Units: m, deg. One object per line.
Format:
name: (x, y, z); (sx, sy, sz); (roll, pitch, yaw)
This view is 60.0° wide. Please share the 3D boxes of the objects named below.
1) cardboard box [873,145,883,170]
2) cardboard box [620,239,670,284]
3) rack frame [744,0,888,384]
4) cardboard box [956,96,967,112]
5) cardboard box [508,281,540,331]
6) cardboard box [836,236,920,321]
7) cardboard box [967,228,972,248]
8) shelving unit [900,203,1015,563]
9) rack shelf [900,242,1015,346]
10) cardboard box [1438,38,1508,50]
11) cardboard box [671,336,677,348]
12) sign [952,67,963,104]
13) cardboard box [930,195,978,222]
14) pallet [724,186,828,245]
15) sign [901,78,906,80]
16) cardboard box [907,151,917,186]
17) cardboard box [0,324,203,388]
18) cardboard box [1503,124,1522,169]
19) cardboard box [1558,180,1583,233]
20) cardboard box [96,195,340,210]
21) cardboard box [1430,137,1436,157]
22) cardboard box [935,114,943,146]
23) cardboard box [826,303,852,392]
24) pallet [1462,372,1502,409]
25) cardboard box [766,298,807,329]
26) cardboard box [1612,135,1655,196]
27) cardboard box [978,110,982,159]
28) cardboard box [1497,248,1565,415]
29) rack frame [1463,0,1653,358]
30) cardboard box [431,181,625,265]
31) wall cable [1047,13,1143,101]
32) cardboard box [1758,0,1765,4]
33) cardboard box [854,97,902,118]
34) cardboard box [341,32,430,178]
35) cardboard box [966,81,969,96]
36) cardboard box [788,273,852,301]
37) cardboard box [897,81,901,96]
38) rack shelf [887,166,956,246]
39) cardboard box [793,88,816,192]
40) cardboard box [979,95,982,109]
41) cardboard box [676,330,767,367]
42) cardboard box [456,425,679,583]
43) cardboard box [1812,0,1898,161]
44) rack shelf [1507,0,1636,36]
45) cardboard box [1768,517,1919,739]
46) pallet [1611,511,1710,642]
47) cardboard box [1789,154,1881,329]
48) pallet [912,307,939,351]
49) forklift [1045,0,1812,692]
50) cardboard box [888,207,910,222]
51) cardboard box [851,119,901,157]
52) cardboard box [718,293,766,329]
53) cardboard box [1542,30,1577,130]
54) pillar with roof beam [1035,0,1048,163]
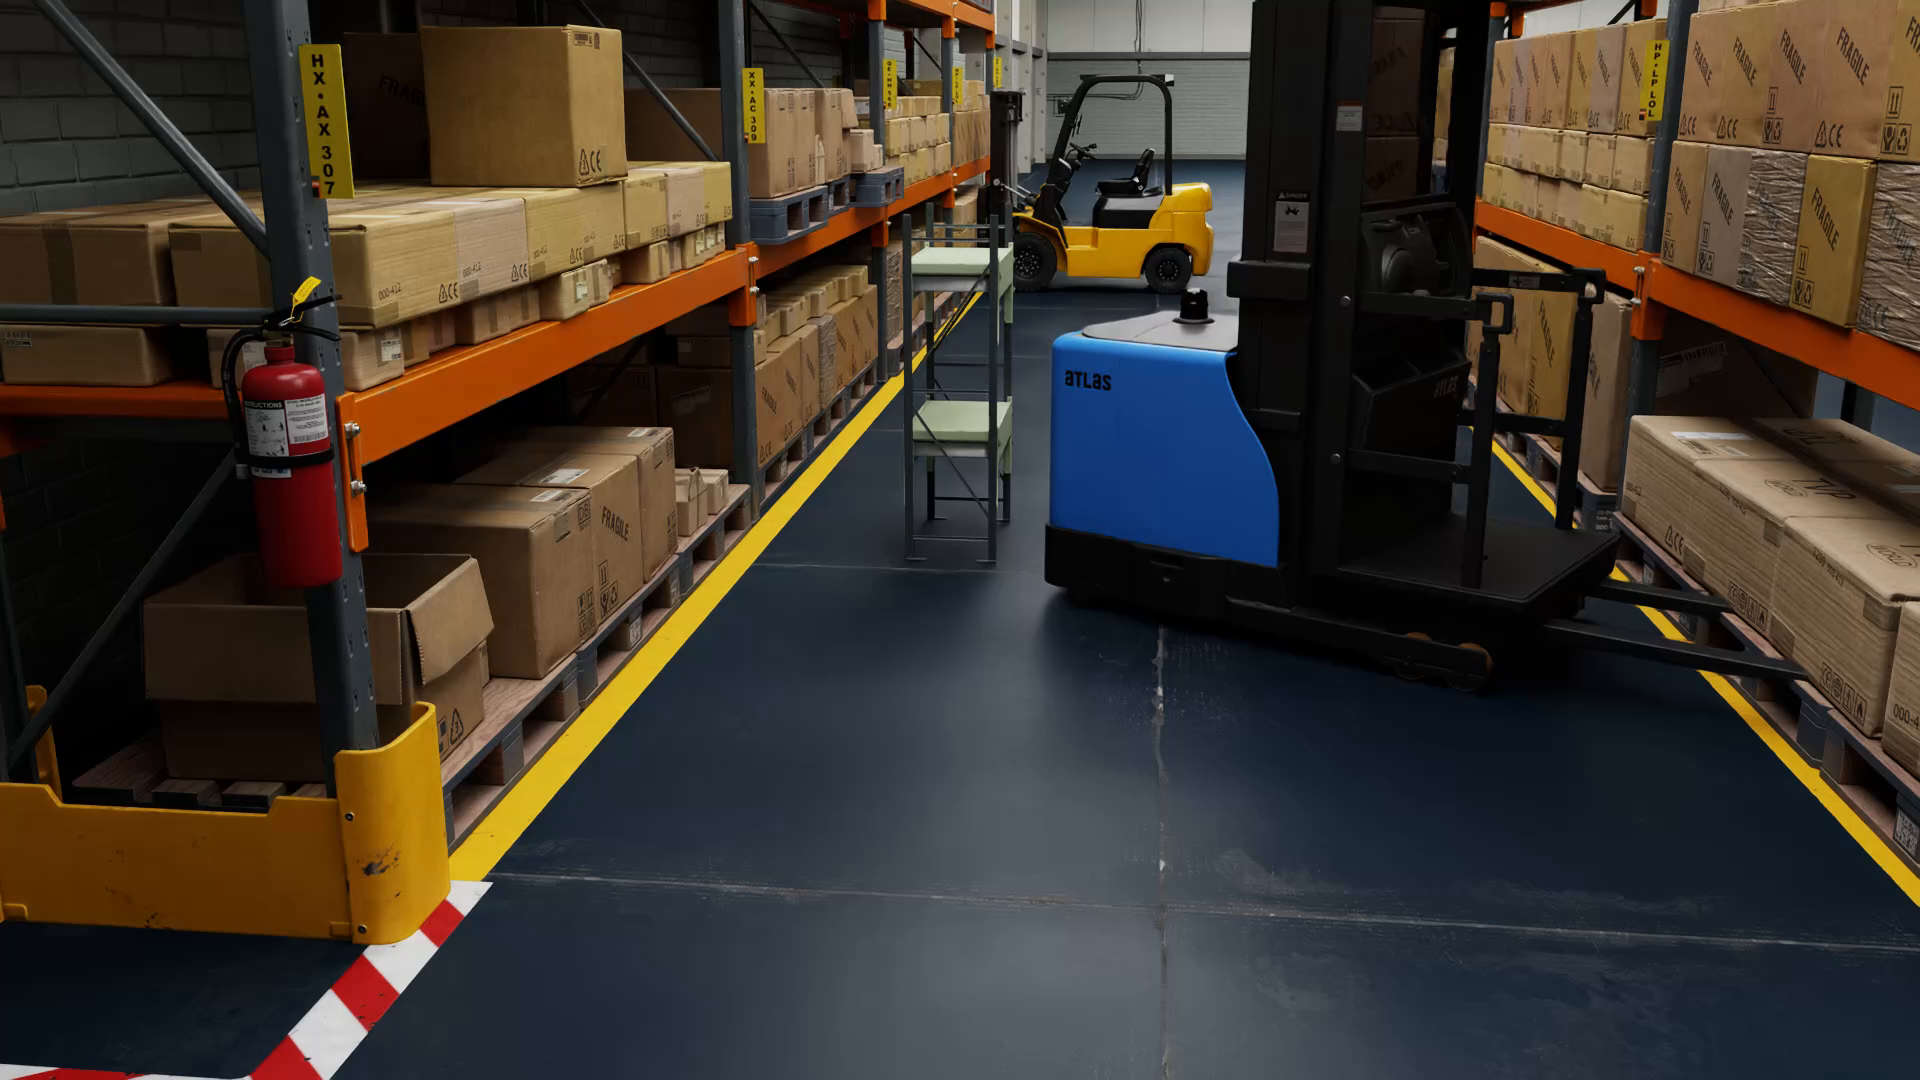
cardboard box: (-0.710, -2.481, 10.767); (0.380, 0.149, 0.250); (2, 15, 7)
cardboard box: (-1.324, -1.062, 6.323); (0.380, 0.149, 0.250); (1, 15, 5)
rack frame: (-1.017, -2.581, 11.461); (1.000, 3.000, 0.127); (2, 15, 6)
cardboard box: (-0.138, -4.252, 16.207); (0.380, 0.149, 0.250); (2, 15, 7)
cardboard box: (-1.519, -0.731, 5.101); (0.380, 0.149, 0.250); (2, 15, 7)
cardboard box: (-0.792, -2.143, 13.586); (0.875, 0.625, 0.625); (1, 15, 4)
cardboard box: (-0.150, -2.982, 16.450); (0.500, 0.250, 0.500); (2, 15, 6)
shelving unit: (0.001, -0.726, 7.473); (0.431, 1.500, 0.755); (2, 15, 6)
rack shelf: (0.001, -1.102, 7.371); (0.431, 0.370, 0.720); (2, 15, 6)
cardboard box: (4.632, -4.255, 14.976); (0.700, 0.500, 0.500); (2, 15, 6)
cardboard box: (-1.670, -1.088, 8.682); (0.380, 0.149, 0.250); (2, 15, 7)
sign: (-0.026, -4.126, 15.107); (0.100, 0.325, 0.005); (2, 15, 6)
cardboard box: (-0.087, -3.354, 16.869); (0.500, 0.250, 0.500); (2, 15, 8)
pallet: (-1.270, -1.655, 8.404); (1.003, 0.211, 1.213); (2, 15, 6)
sign: (-0.665, -5.130, 19.077); (0.100, 0.325, 0.005); (2, 15, 6)
cardboard box: (-0.611, -2.881, 12.856); (0.500, 0.250, 0.500); (1, 15, 4)
cardboard box: (-2.149, -0.479, 4.167); (0.380, 0.149, 0.250); (2, 15, 6)
cardboard box: (3.553, -2.347, 9.923); (0.500, 0.250, 0.500); (2, 15, 8)
cardboard box: (3.398, -1.712, 8.534); (0.500, 0.250, 0.500); (1, 15, 5)
cardboard box: (-2.072, -0.838, 4.733); (0.500, 0.250, 0.500); (2, 15, 6)
cardboard box: (3.815, -3.013, 12.736); (0.380, 0.149, 0.250); (1, 15, 4)
cardboard box: (-0.418, -3.519, 14.259); (0.500, 0.250, 0.500); (1, 15, 5)
cardboard box: (-0.975, -1.196, 10.322); (0.500, 0.500, 0.500); (2, 15, 9)
pallet: (3.751, -0.887, 10.539); (1.003, 0.211, 1.213); (2, 15, 6)
cardboard box: (-1.079, -1.278, 9.385); (0.380, 0.149, 0.250); (2, 15, 8)
cardboard box: (3.272, -1.689, 7.491); (0.500, 0.250, 0.500); (2, 15, 6)
cardboard box: (-0.034, -4.302, 17.632); (0.500, 0.500, 0.500); (1, 15, 5)
cardboard box: (3.650, -1.205, 9.638); (0.875, 0.875, 0.875); (2, 15, 7)
rack frame: (3.915, -2.436, 10.924); (1.000, 3.000, 0.127); (2, 15, 6)
cardboard box: (-1.454, -1.083, 5.637); (0.500, 0.250, 0.500); (1, 15, 5)
wall cable: (3.943, -14.405, 49.643); (3.097, 2.526, 0.112); (2, 15, 6)
cardboard box: (3.170, -2.034, 6.087); (0.380, 0.149, 0.250); (2, 15, 6)
cardboard box: (-0.639, -3.221, 12.394); (0.380, 0.149, 0.250); (2, 15, 7)
cardboard box: (-1.901, -1.598, 6.107); (0.500, 0.500, 0.500); (1, 15, 5)
cardboard box: (-0.113, -4.664, 17.159); (0.380, 0.149, 0.250); (2, 15, 7)
cardboard box: (-0.895, -1.616, 10.633); (0.380, 0.149, 0.250); (1, 15, 4)
cardboard box: (-0.761, -4.279, 15.736); (0.380, 0.149, 0.250); (1, 15, 5)
rack shelf: (-0.792, -2.752, 13.473); (1.077, 0.370, 4.000); (2, 15, 6)
cardboard box: (-1.133, -2.048, 8.492); (0.700, 0.500, 0.500); (2, 15, 7)
cardboard box: (0.035, -4.786, 18.183); (0.380, 0.149, 0.250); (2, 15, 7)
cardboard box: (-1.164, -0.938, 8.126); (0.380, 0.149, 0.250); (2, 15, 9)
cardboard box: (-1.504, -0.148, 6.446); (0.700, 0.500, 0.500); (1, 15, 4)
cardboard box: (2.978, -1.419, 5.056); (0.500, 0.500, 0.500); (2, 15, 6)
rack shelf: (4.141, -4.055, 12.544); (1.077, 0.370, 4.000); (2, 15, 6)
cardboard box: (3.083, 0.261, 5.052); (0.875, 0.438, 0.875); (2, 15, 8)
pallet: (3.300, 0.143, 6.730); (1.003, 0.211, 1.213); (2, 15, 6)
cardboard box: (2.969, -0.940, 5.200); (0.500, 0.500, 0.500); (2, 15, 8)
pallet: (-0.745, -1.763, 13.777); (1.003, 0.211, 1.213); (2, 15, 6)
forklift: (1.828, -1.049, 5.926); (3.031, 2.935, 1.130); (11, 19, 36)
cardboard box: (-0.702, -3.110, 15.964); (0.500, 0.250, 0.500); (2, 15, 7)
cardboard box: (-0.700, -2.857, 11.811); (0.500, 0.250, 0.500); (2, 15, 6)
cardboard box: (-1.182, -1.150, 8.341); (0.380, 0.149, 0.250); (1, 15, 4)
cardboard box: (3.436, -2.453, 8.878); (0.500, 0.500, 0.500); (2, 15, 7)
pillar with roof beam: (6.574, -15.052, 46.087); (9.100, 9.000, 0.400); (2, 15, 6)
